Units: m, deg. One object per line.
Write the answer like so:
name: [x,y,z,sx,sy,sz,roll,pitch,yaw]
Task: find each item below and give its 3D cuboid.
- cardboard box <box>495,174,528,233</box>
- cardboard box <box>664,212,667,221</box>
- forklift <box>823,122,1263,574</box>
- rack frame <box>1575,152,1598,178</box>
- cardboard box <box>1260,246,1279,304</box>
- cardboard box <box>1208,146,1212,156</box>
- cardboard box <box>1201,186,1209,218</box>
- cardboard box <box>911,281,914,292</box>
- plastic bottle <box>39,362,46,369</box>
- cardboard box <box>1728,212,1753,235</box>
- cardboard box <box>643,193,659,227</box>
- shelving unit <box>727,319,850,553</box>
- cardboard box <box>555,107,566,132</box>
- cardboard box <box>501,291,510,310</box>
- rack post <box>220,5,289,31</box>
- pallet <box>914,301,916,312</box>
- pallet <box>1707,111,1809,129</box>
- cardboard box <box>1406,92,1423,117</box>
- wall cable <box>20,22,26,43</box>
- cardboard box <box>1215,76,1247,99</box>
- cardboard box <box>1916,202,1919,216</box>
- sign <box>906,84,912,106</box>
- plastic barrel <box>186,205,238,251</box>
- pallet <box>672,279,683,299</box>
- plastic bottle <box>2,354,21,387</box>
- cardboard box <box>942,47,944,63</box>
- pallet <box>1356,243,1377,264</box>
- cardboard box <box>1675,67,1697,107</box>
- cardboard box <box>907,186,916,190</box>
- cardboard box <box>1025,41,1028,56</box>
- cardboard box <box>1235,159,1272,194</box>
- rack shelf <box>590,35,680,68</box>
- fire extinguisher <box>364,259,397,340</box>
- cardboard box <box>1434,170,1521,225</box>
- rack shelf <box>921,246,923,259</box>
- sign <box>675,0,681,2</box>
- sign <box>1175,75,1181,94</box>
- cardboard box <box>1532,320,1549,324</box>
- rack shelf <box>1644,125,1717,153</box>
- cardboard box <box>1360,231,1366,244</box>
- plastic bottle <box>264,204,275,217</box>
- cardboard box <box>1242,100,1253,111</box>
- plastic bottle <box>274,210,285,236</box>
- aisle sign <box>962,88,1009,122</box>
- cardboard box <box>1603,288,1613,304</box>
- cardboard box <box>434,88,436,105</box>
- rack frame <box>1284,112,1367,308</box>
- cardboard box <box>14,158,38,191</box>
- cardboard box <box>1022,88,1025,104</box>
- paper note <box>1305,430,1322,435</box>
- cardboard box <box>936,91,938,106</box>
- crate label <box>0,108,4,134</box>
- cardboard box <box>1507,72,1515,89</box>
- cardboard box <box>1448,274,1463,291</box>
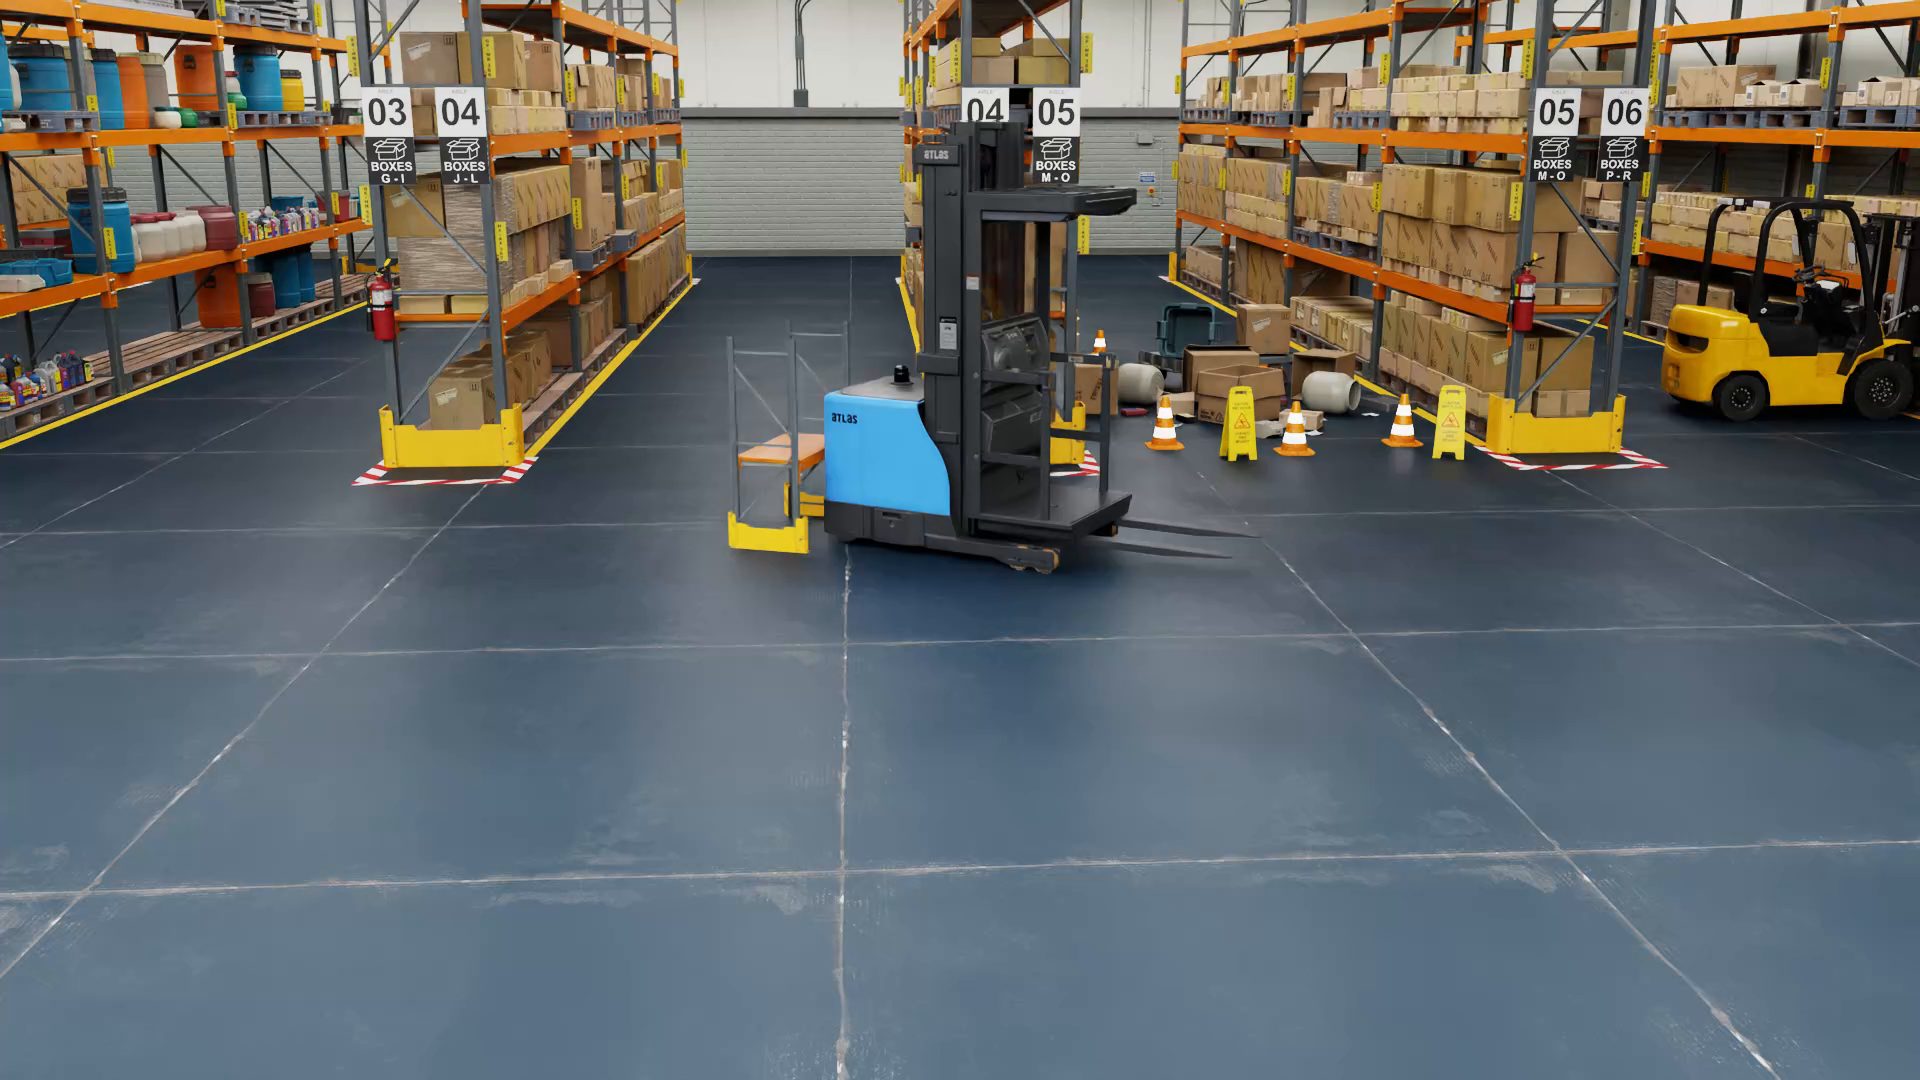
cardboard box: [-4.234,-3.056,15.079,0.500,0.500,0.500,-1,14,-3]
cardboard box: [-4.911,-5.186,26.667,0.380,0.149,0.250,0,14,-2]
forklift: [0.565,-1.344,11.369,3.031,2.935,1.130,8,16,27]
rack frame: [9.654,-5.329,26.717,1.000,3.000,0.127,-1,14,-3]
cardboard box: [4.937,-3.826,24.297,0.875,0.875,0.875,-1,14,-3]
cardboard box: [4.347,-6.488,27.716,0.380,0.149,0.250,-1,14,-5]
cardboard box: [4.333,-5.664,27.818,0.500,0.500,0.500,-1,14,-4]
cardboard box: [-0.599,-4.065,26.682,0.380,0.149,0.250,-1,14,-3]
plastic bottle: [-9.446,-1.714,17.252,0.152,0.276,0.135,-1,14,-3]
cardboard box: [9.799,-3.882,20.391,0.500,0.250,0.500,-1,14,-2]
cardboard box: [-4.890,-5.034,25.373,0.500,0.500,0.500,-1,14,-3]
shelving unit: [-1.208,-0.780,12.048,0.587,1.500,1.083,4,15,17]
cardboard box: [-4.407,-4.379,17.308,0.500,0.250,0.500,0,14,-1]
cardboard box: [-4.224,-2.129,14.786,0.380,0.149,0.250,-1,14,-3]
rack post: [-9.882,-7.183,22.890,0.937,0.300,0.954,1,14,3]
pallet: [-0.185,-3.605,25.616,1.003,0.211,1.213,-1,14,-3]
pallet: [10.105,-5.250,20.769,1.003,0.211,1.213,0,14,-1]
cardboard box: [4.991,-4.544,17.351,0.500,0.250,0.500,-1,14,-4]
wall cable: [-17.564,-11.165,33.457,3.097,2.526,0.112,-1,14,-3]
cardboard box: [4.584,-7.340,27.266,0.797,0.503,0.637,0,14,1]
cardboard box: [10.065,-3.381,17.048,0.380,0.149,0.250,-1,14,-3]
sign: [-0.775,-6.842,25.543,0.100,0.325,0.005,-1,14,-3]
plastic barrel: [-9.556,-3.982,21.210,0.600,0.536,0.708,-1,14,-3]
pallet: [-5.239,-4.242,28.090,1.003,0.211,1.213,-1,14,-3]
plastic bottle: [-9.859,-1.757,17.270,0.144,0.351,0.185,-1,14,-3]
cardboard box: [0.025,-4.717,16.179,0.380,0.149,0.250,-1,14,-4]
pallet: [5.293,-3.361,19.454,1.003,0.211,1.213,-1,14,-3]
cardboard box: [9.703,-5.903,21.685,0.500,0.500,0.500,-1,14,-3]
cardboard box: [-0.568,-5.026,24.007,0.380,0.149,0.250,0,14,-2]
cardboard box: [0.775,-4.348,14.746,0.380,0.149,0.250,-1,14,-4]
cardboard box: [4.499,-5.544,25.346,0.500,0.500,0.500,-1,14,-4]
rack shelf: [-5.315,-7.959,27.146,1.077,0.370,4.000,-1,14,-3]
fire extinguisher: [-4.900,-2.041,14.093,0.296,0.674,0.183,-1,14,-3]
cardboard box: [5.036,-3.318,16.099,0.700,0.500,0.500,-1,14,-4]
rack shelf: [0.137,-3.309,20.311,1.077,0.370,4.000,-1,14,-3]
sign: [-4.896,-9.494,28.832,0.100,0.325,0.005,-1,14,-3]
sign: [3.898,-8.153,29.762,0.100,0.325,0.005,-1,14,-3]
cardboard box: [5.608,-1.967,16.823,0.500,0.500,0.500,-1,14,-2]
rack shelf: [9.778,-5.936,24.500,1.077,0.370,4.000,-1,14,-3]
cardboard box: [4.889,-3.533,19.398,0.380,0.149,0.250,-1,14,-5]
plastic bottle: [-10.434,-4.895,25.131,0.144,0.351,0.185,-1,14,-3]
cardboard box: [4.429,-6.474,24.774,0.380,0.166,0.250,-2,15,-7]
plastic bottle: [-9.683,-4.500,23.596,0.144,0.351,0.185,-1,14,-3]
aisle sign: [0.214,-3.402,14.011,0.394,0.787,0.004,-1,14,-3]
cardboard box: [9.640,-3.553,23.990,0.500,0.500,0.500,-1,14,-4]
cardboard box: [-4.234,-3.759,14.097,0.380,0.149,0.250,-1,14,-4]
rack frame: [4.948,-4.256,22.549,1.000,3.000,0.127,-1,14,-3]
cardboard box: [-14.859,-5.729,26.064,0.500,0.500,0.500,-1,14,-5]
cardboard box: [0.760,-4.027,15.098,0.380,0.149,0.250,-1,14,-3]
paper note: [3.398,-1.033,15.981,0.148,0.019,0.142,-6,16,-23]
cardboard box: [-0.055,-4.647,17.509,0.380,0.149,0.250,-1,14,-4]
crate label: [-9.177,-3.889,15.398,0.502,0.251,0.408,-1,14,-3]
cardboard box: [5.150,-4.128,14.935,0.380,0.149,0.250,-1,14,-2]
cardboard box: [5.058,-2.552,16.428,0.380,0.149,0.250,-1,14,-4]
